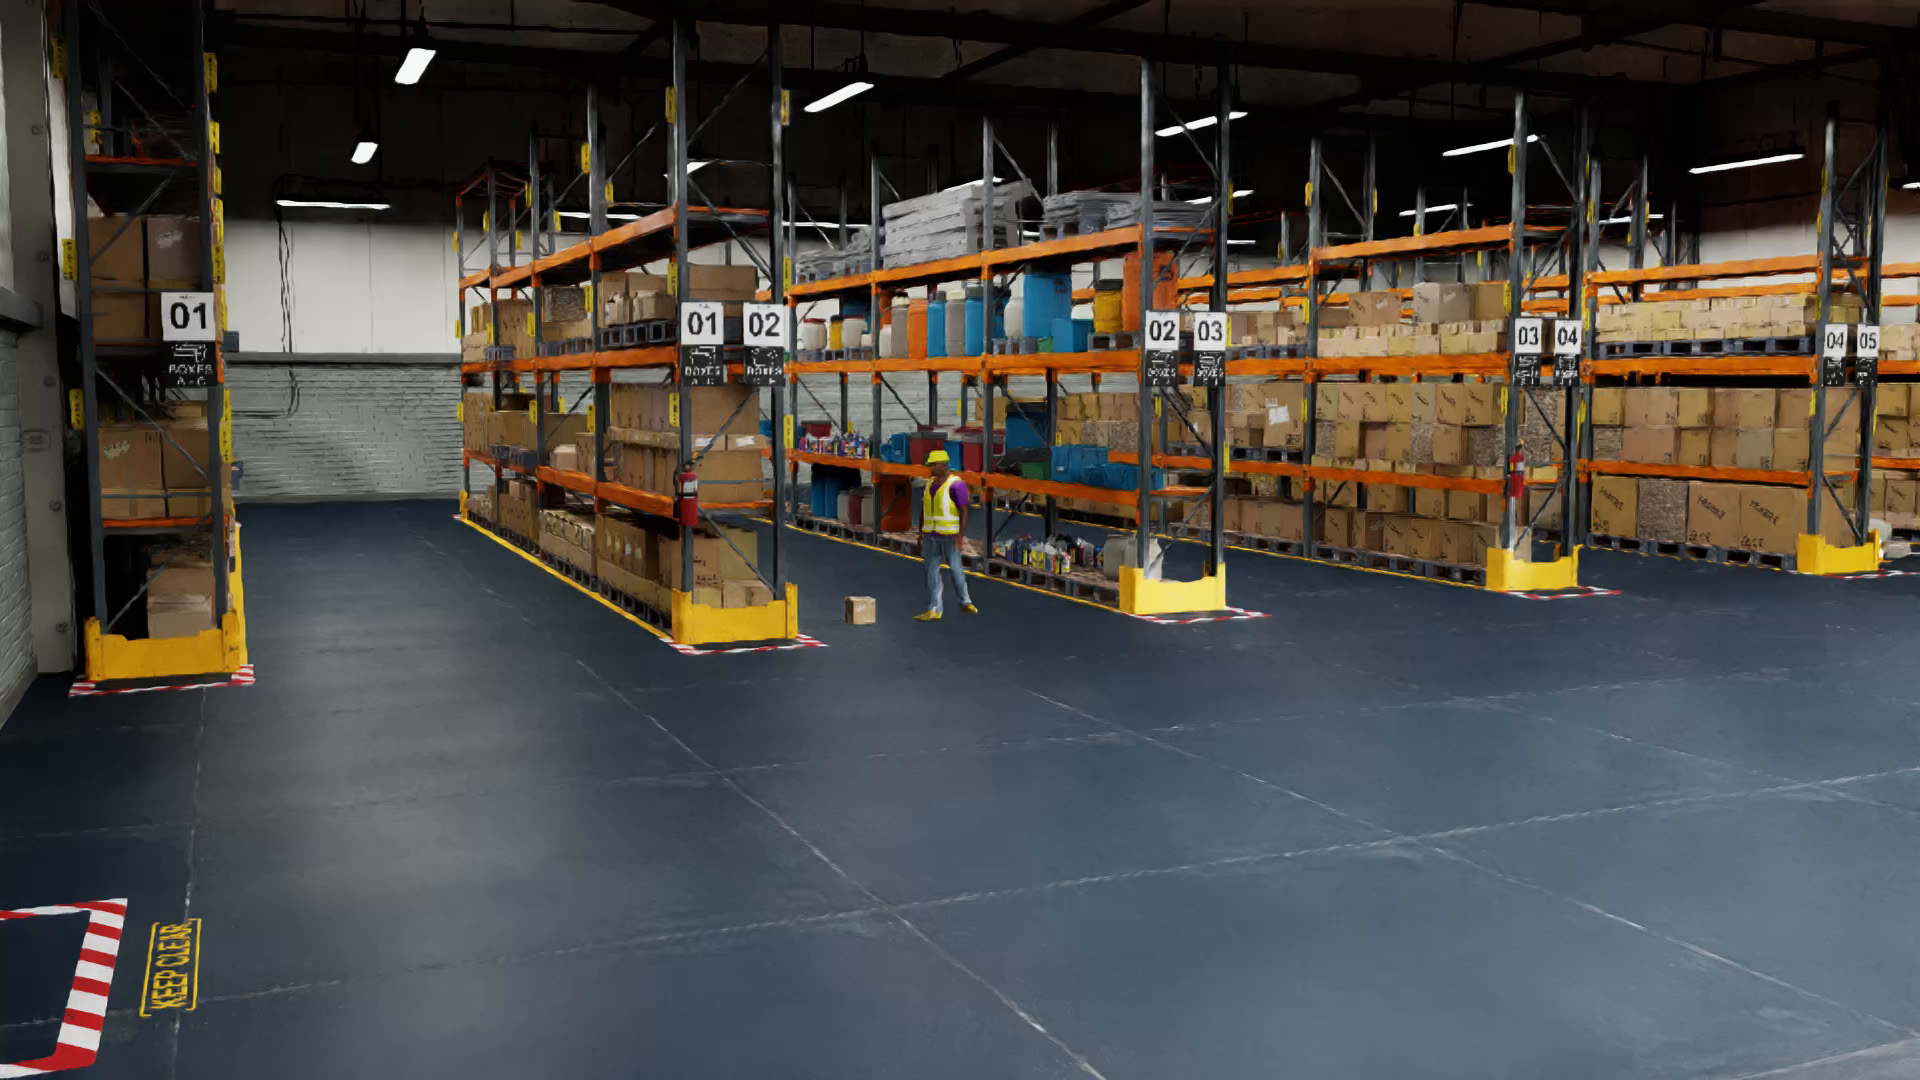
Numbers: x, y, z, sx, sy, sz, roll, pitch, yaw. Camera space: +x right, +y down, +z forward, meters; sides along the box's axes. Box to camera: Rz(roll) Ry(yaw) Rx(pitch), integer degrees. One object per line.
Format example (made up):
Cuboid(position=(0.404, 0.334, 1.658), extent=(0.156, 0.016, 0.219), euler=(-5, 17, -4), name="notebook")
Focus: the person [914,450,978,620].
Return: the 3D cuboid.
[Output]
Cuboid(position=(-0.188, -0.065, 17.364), extent=(0.681, 1.758, 0.682), euler=(3, 6, 32), name="person")
